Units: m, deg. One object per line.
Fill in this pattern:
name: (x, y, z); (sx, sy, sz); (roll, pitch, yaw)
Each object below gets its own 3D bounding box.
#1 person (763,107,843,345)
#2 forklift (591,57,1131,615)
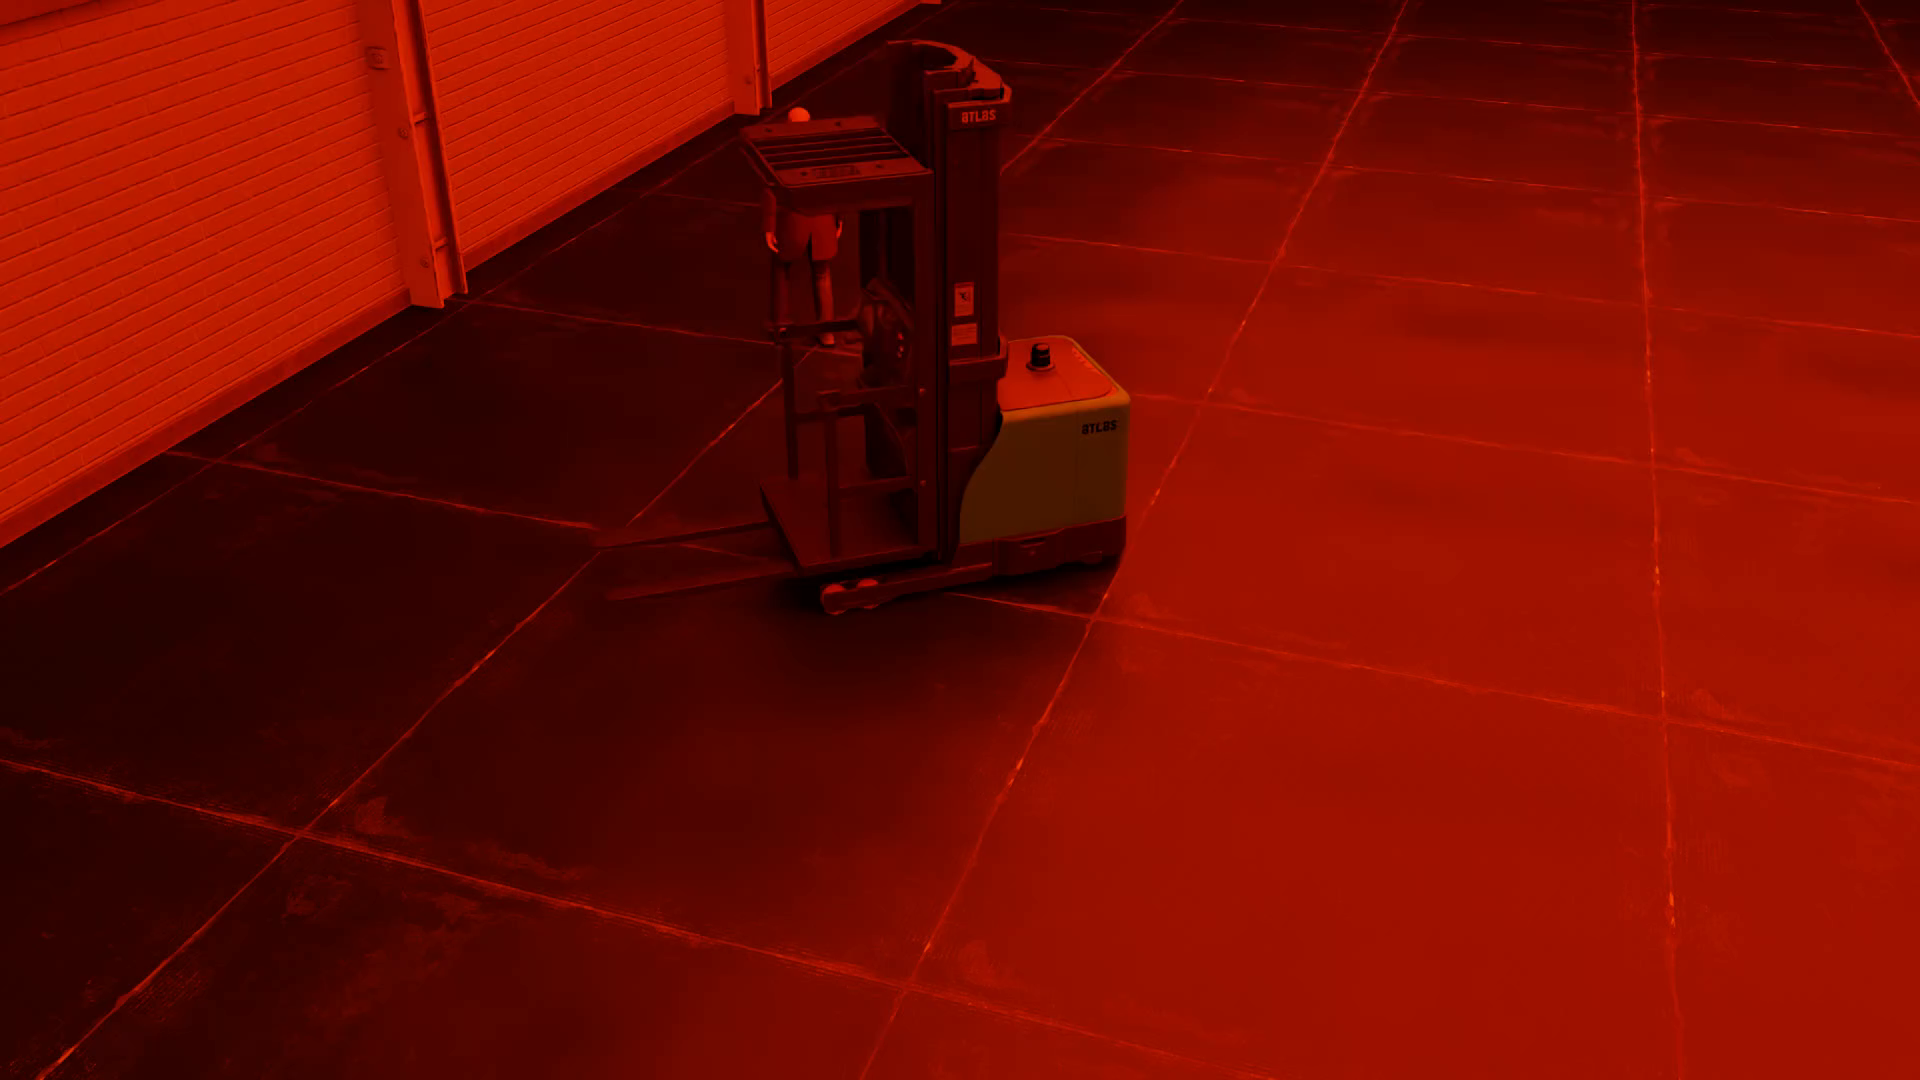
person: (-1.175, -2.347, 12.498); (0.645, 1.820, 0.623); (-9, 31, -15)
forklift: (-0.594, -1.120, 9.165); (3.031, 2.867, 1.129); (-9, 31, -16)
